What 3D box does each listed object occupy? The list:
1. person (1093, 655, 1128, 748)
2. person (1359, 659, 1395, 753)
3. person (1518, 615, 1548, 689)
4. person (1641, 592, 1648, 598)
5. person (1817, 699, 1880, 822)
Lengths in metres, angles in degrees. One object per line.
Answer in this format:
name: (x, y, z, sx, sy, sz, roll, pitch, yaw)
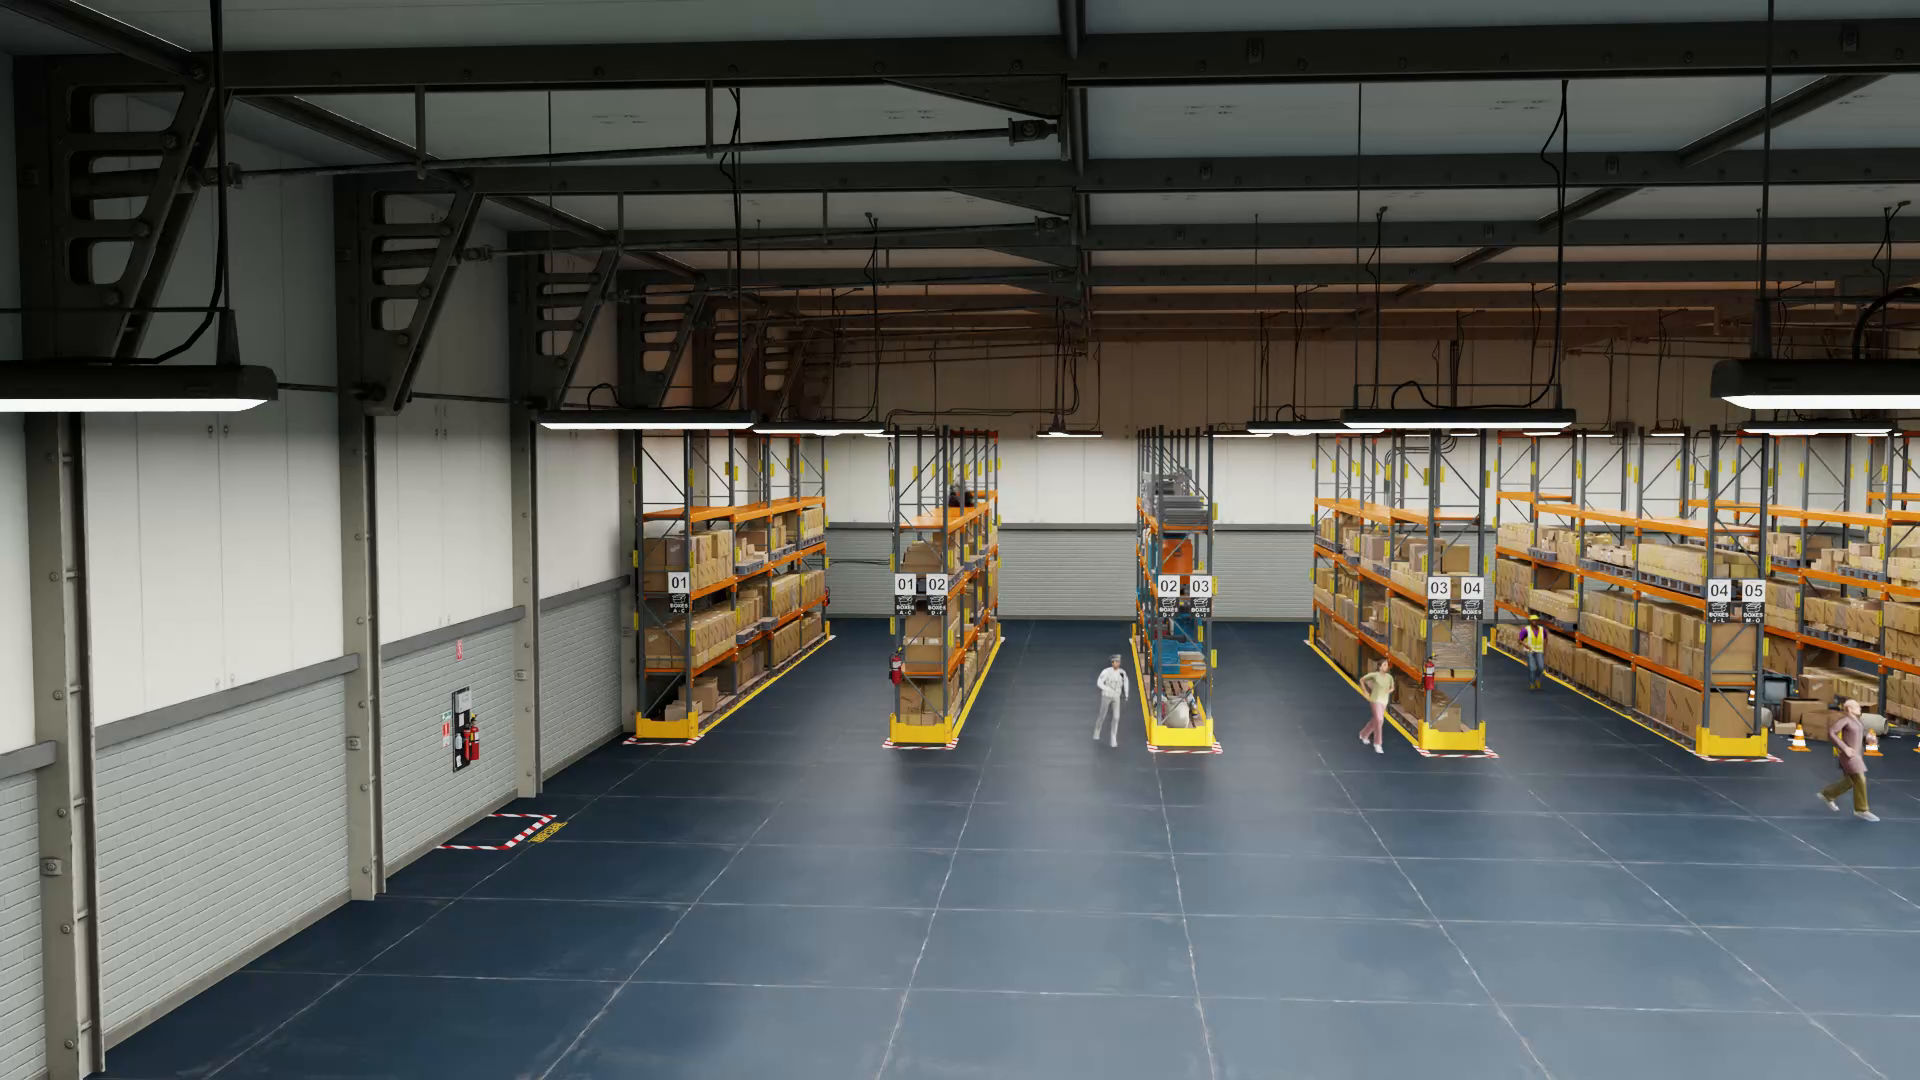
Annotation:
person: (2.891, 3.006, 31.328, 0.669, 1.730, 0.789, -1, 3, -10)
person: (7.774, 3.058, 30.881, 0.583, 1.718, 0.826, -1, 4, -23)
person: (13.118, 2.566, 37.997, 0.698, 1.724, 0.577, 0, 3, 6)
person: (19.364, 2.009, 47.267, 0.636, 1.710, 0.688, 0, 3, 5)
person: (13.488, 3.309, 25.231, 0.922, 1.794, 0.705, 3, 5, 43)
